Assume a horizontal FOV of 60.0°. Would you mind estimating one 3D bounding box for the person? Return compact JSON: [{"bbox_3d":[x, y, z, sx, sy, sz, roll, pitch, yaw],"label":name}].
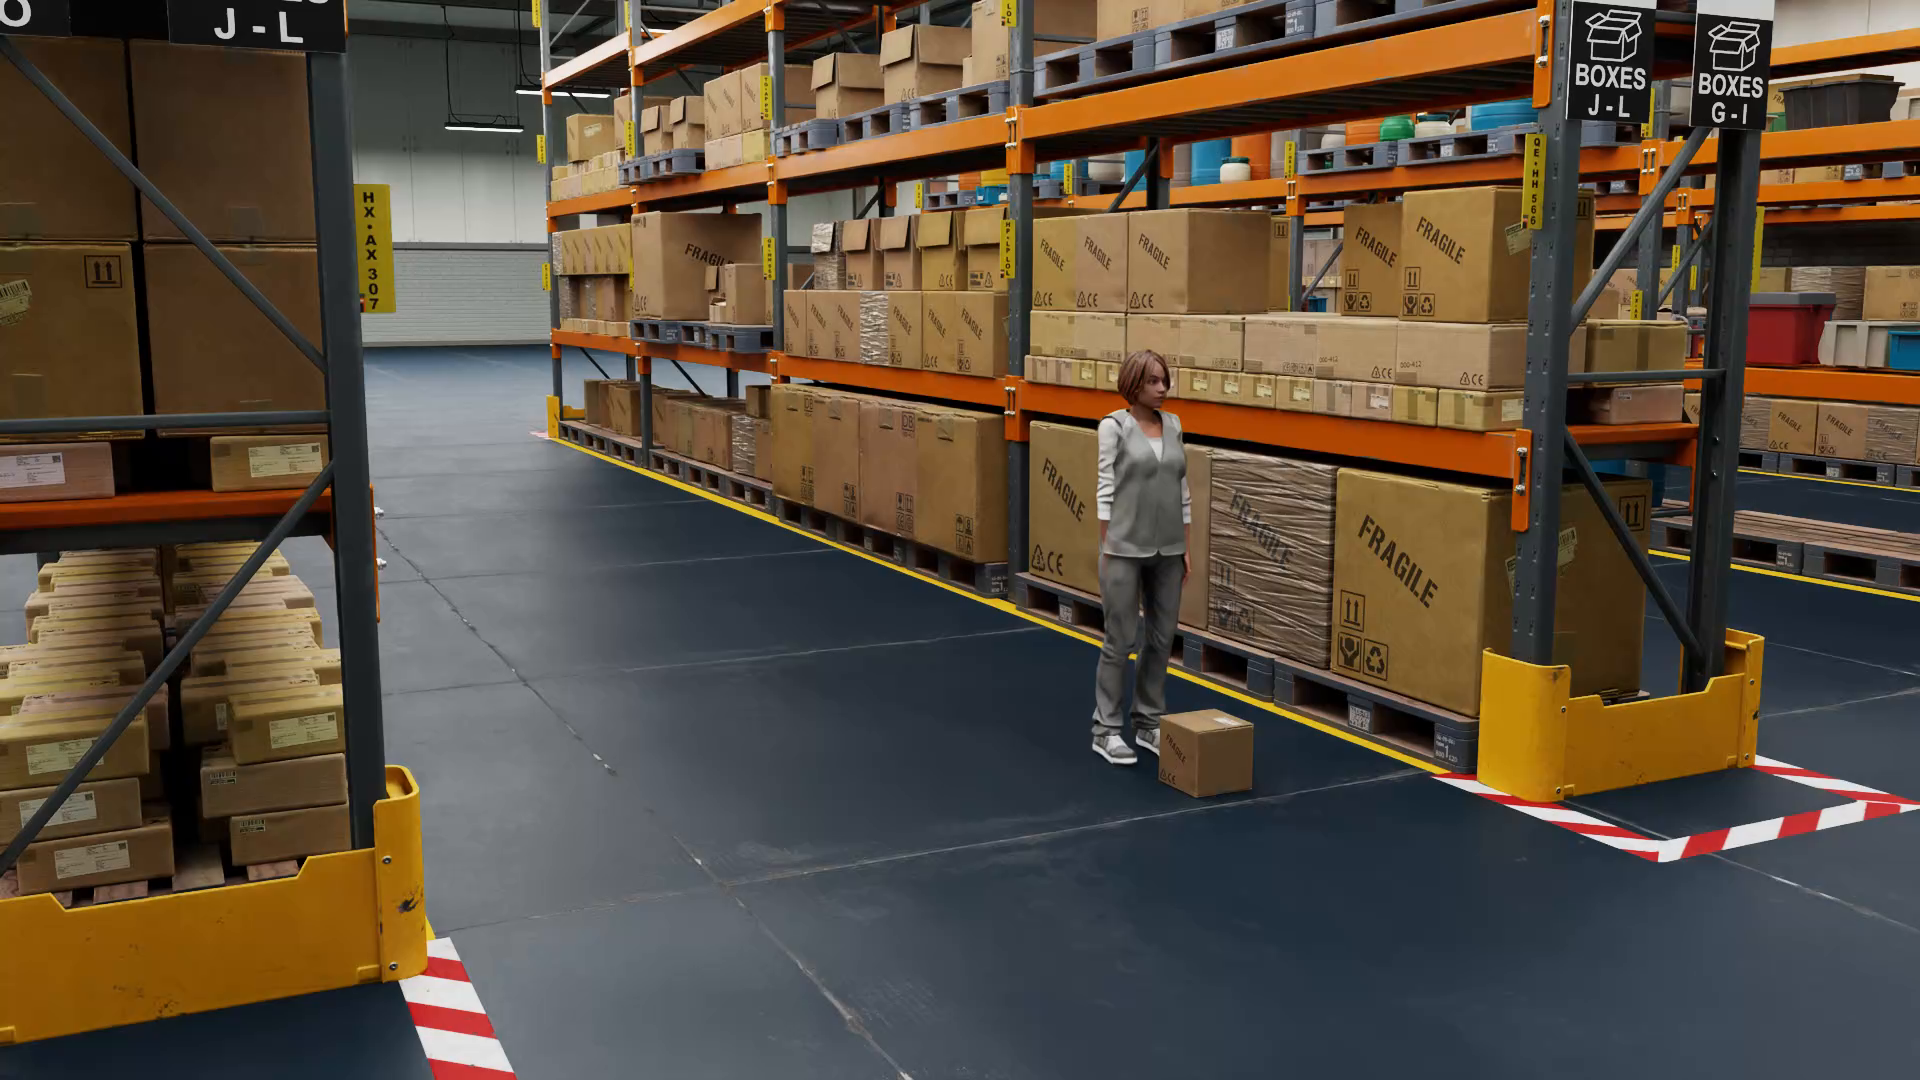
[{"bbox_3d":[0.721,0.061,6.489,0.406,1.601,0.302,-4,10,-25],"label":"person"}]
